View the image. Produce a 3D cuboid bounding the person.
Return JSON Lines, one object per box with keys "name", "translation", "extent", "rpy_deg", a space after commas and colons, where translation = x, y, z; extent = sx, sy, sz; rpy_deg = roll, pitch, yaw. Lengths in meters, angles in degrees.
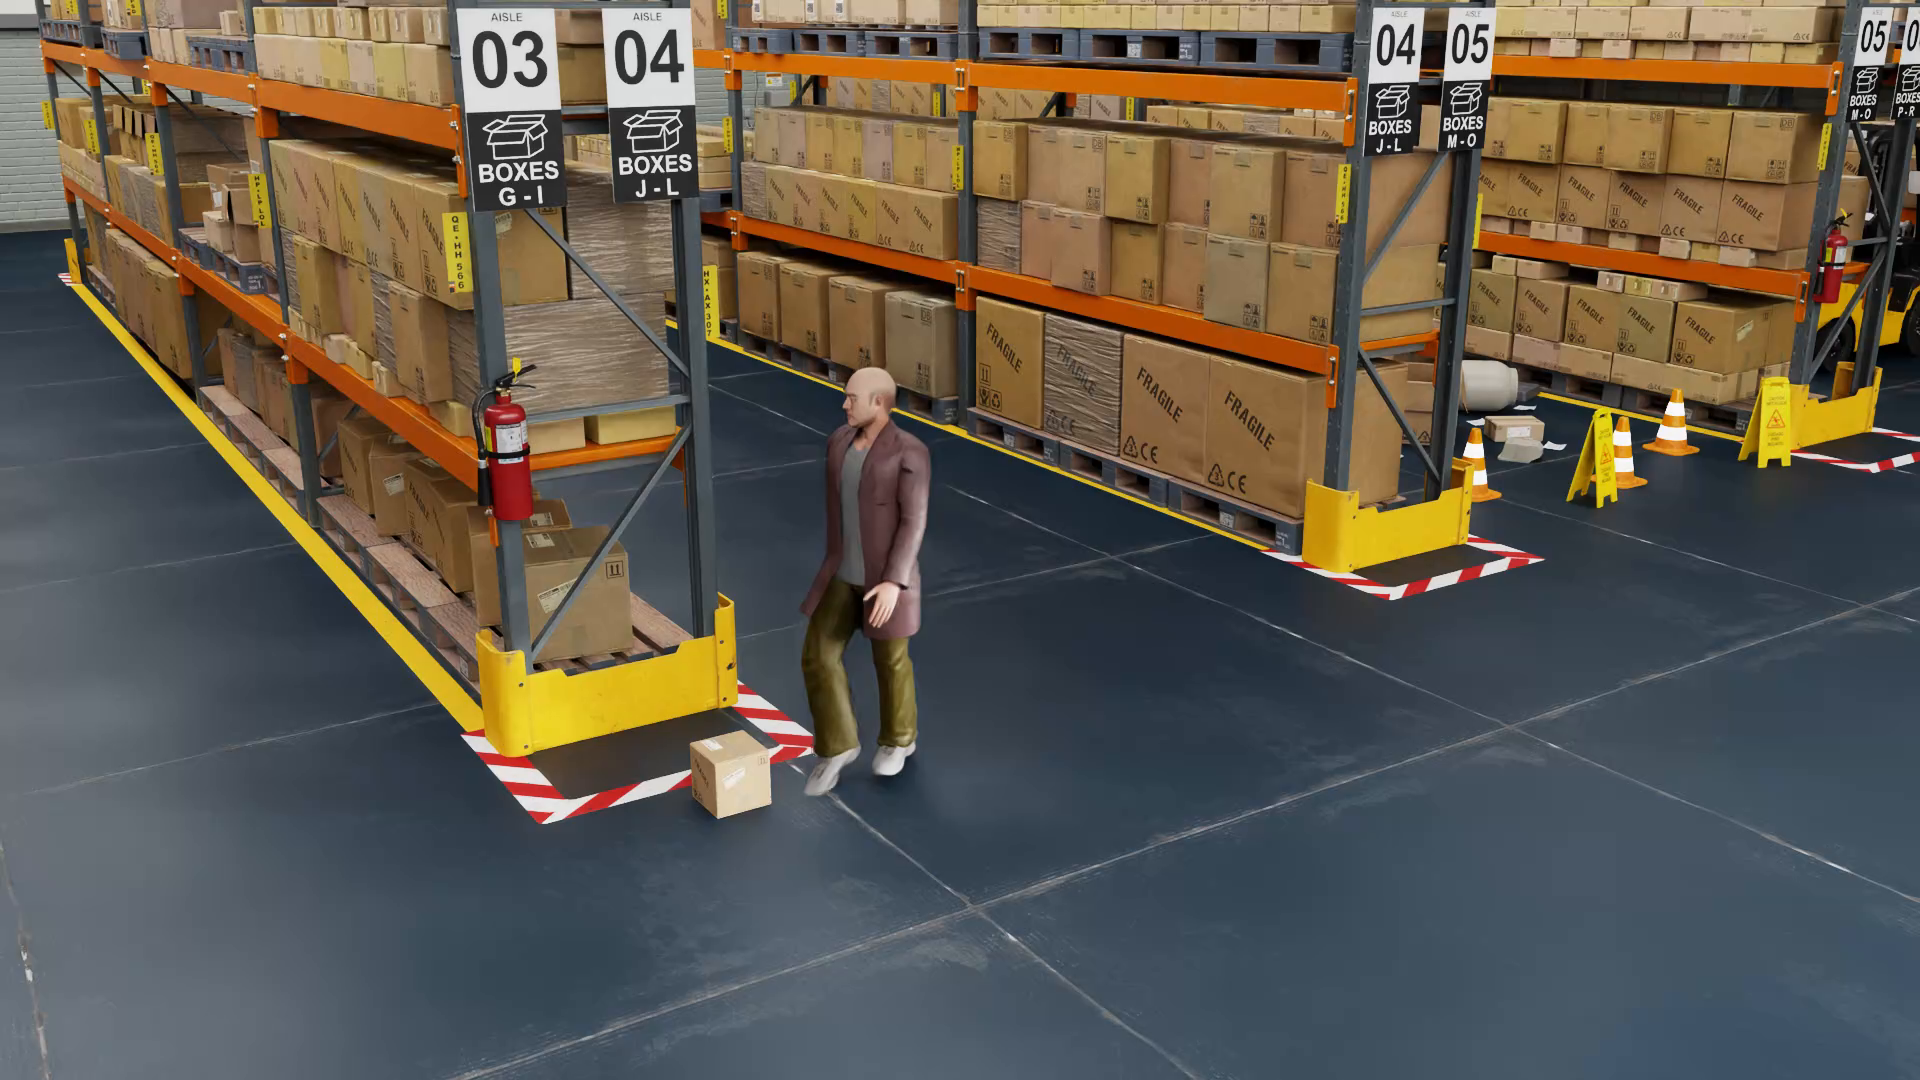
{"name": "person", "translation": [-0.405, 0.195, 7.007], "extent": [0.595, 1.835, 0.603], "rpy_deg": [10, 20, 29]}
